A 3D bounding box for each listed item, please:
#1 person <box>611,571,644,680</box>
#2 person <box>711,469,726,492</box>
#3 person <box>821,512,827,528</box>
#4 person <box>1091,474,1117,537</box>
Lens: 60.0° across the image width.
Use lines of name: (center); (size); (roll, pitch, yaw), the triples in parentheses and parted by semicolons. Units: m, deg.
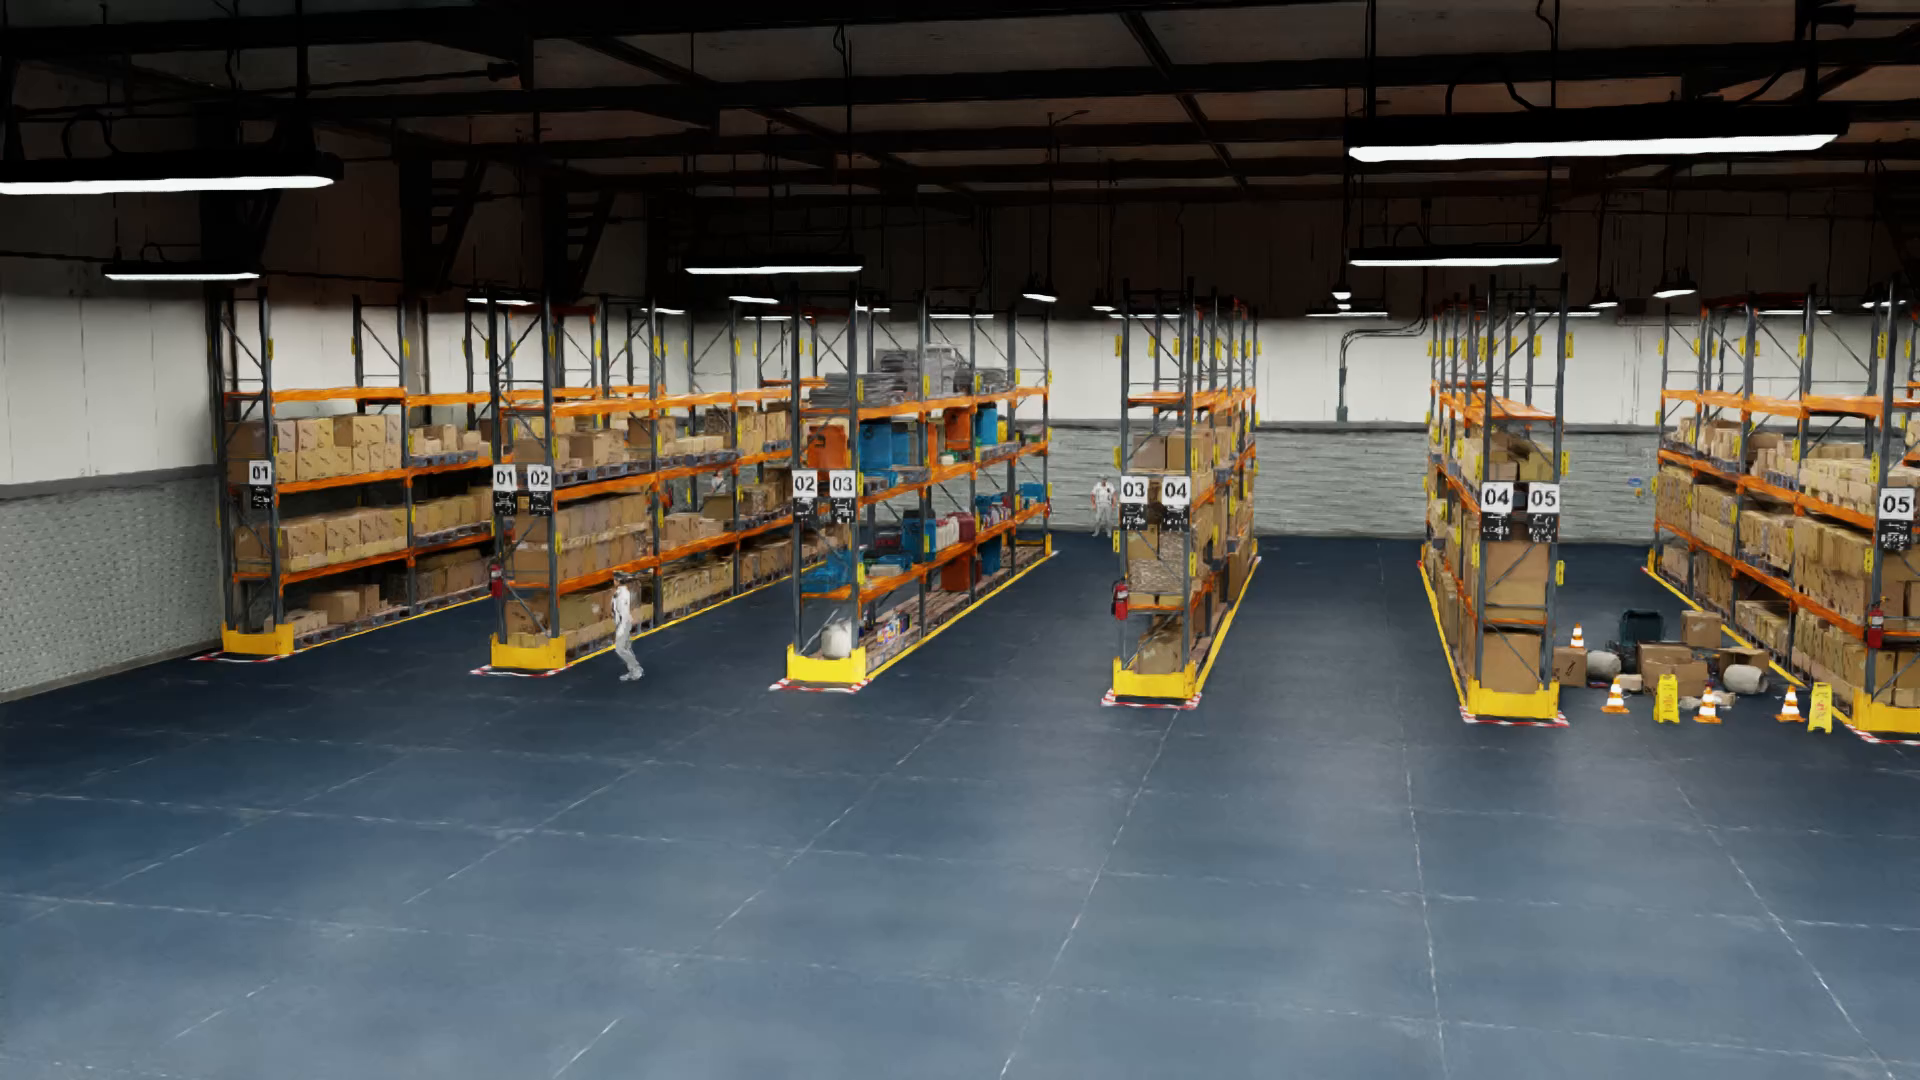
person: (-5.033, 1.292, 25.095); (0.450, 1.659, 0.630); (-2, 7, -19)
person: (-6.902, -1.199, 46.893); (0.645, 1.653, 0.452); (-5, 8, -37)
person: (-3.745, -0.996, 45.609); (0.562, 1.530, 0.815); (2, 7, 19)
person: (3.820, -0.923, 44.229); (0.682, 1.715, 0.542); (1, 7, 11)
